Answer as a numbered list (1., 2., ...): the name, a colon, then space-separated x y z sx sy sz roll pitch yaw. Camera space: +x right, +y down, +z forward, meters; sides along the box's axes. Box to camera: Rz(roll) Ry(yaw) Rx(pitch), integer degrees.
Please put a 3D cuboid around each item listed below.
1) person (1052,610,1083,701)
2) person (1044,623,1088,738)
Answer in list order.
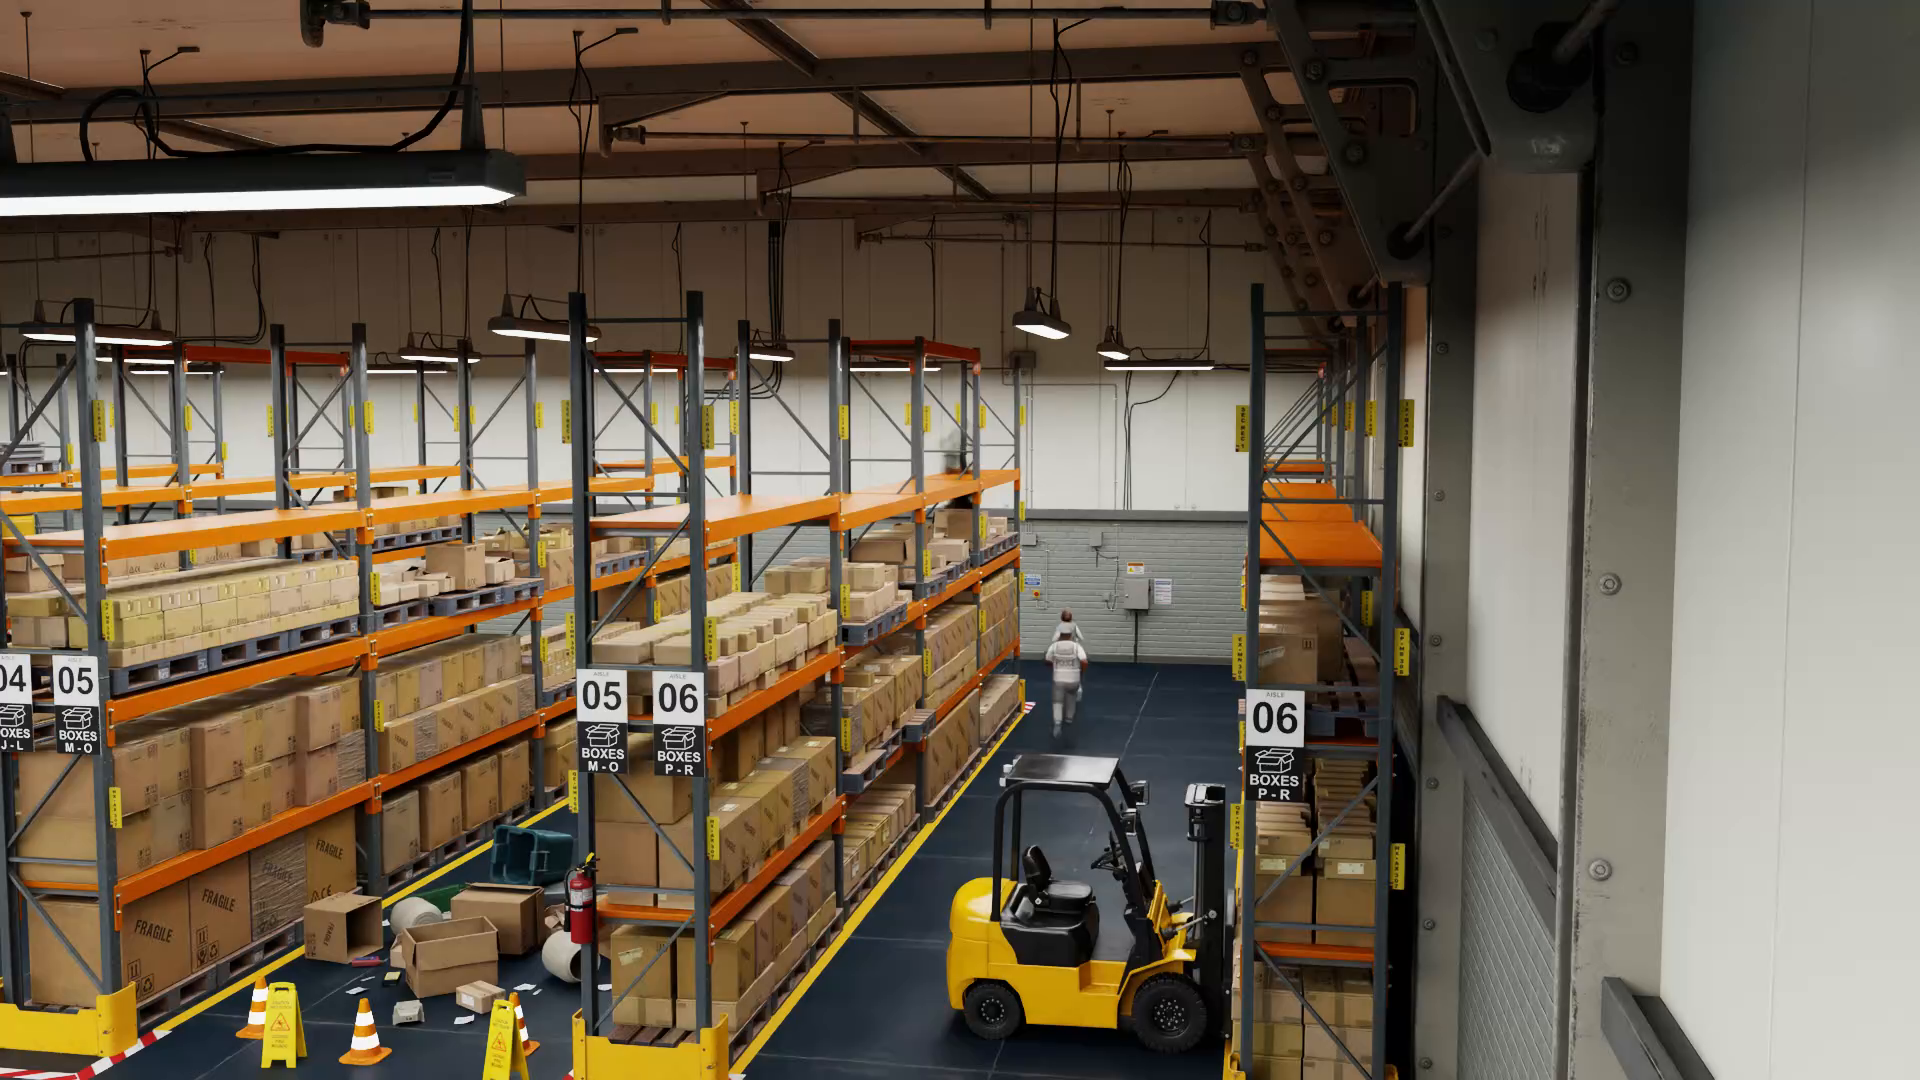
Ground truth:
1. person: 1.813 1.955 28.315 0.580 1.537 0.825 -1 5 -17
2. person: 1.632 2.132 25.481 0.675 1.736 0.851 1 5 7
